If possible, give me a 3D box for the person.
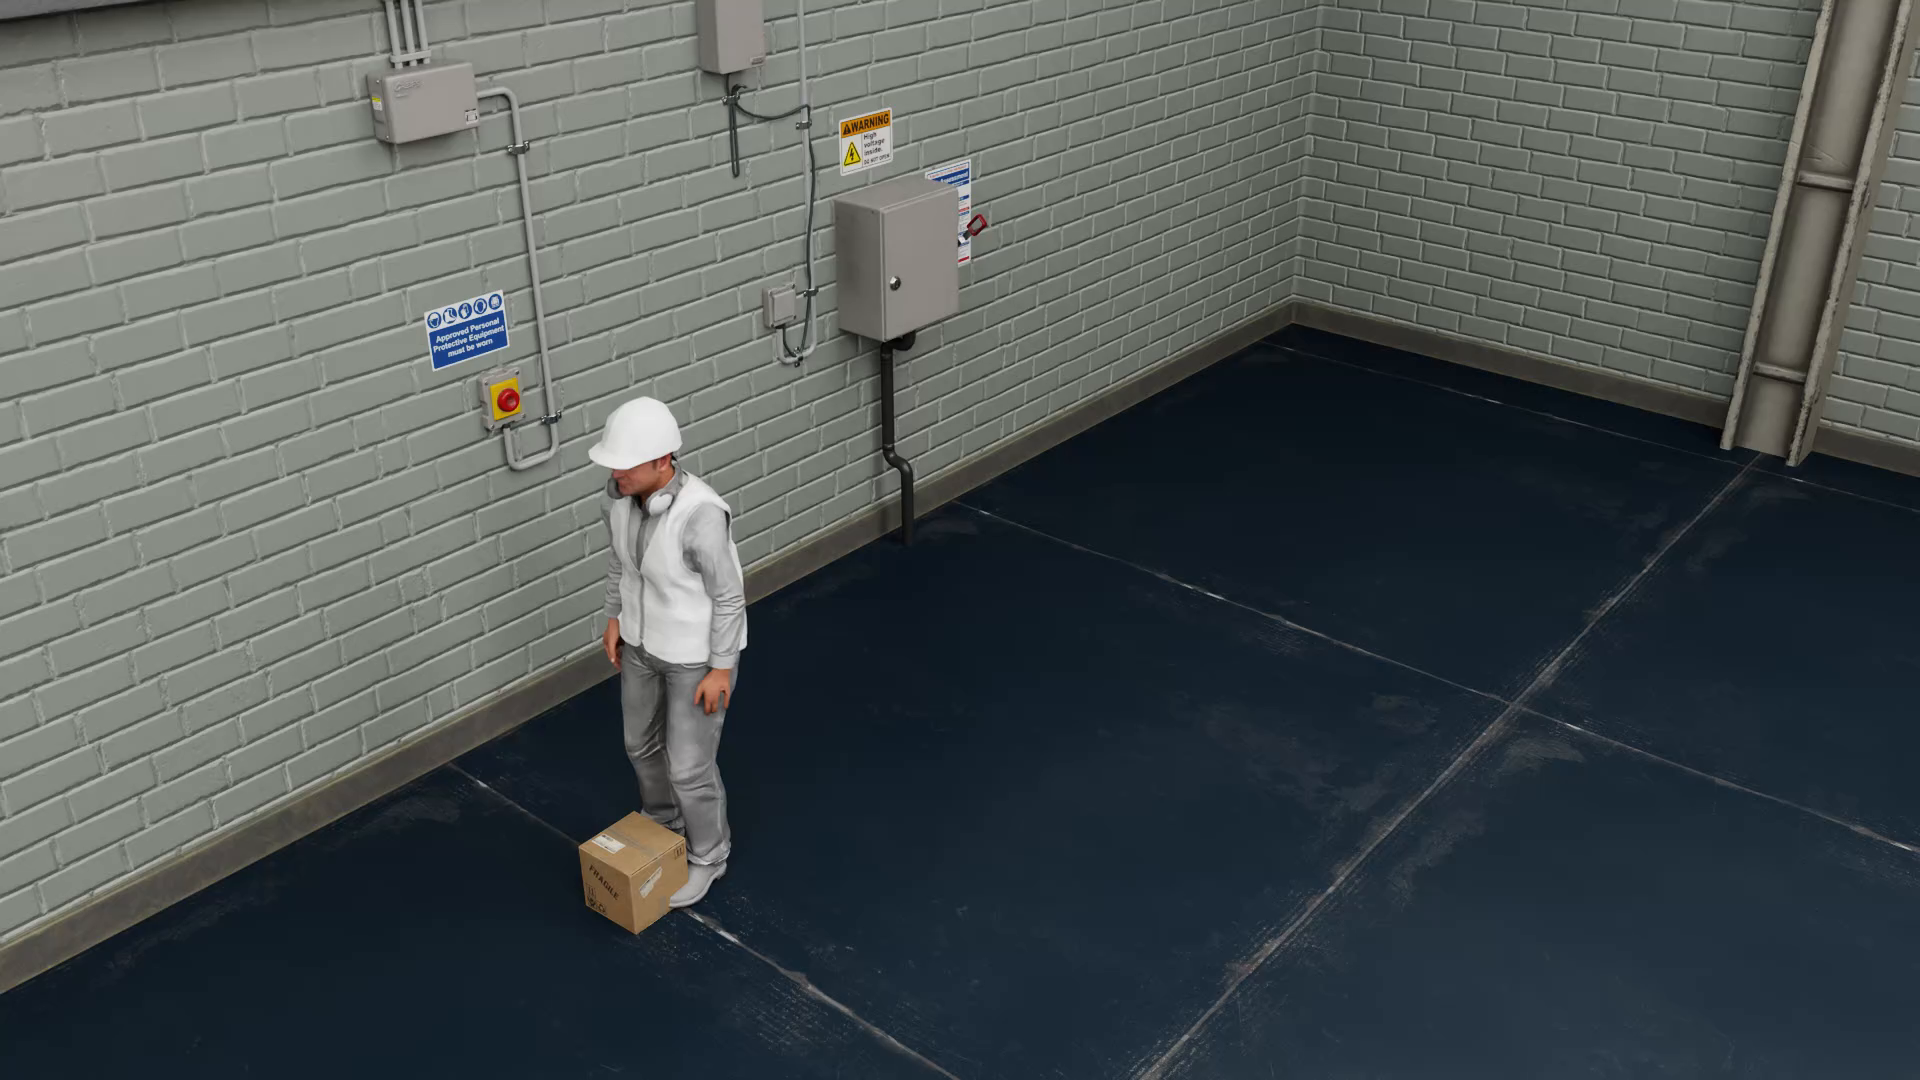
[{"bbox_3d":[-0.937,0.346,5.418,0.580,1.769,0.463,21,34,34],"label":"person"}]
